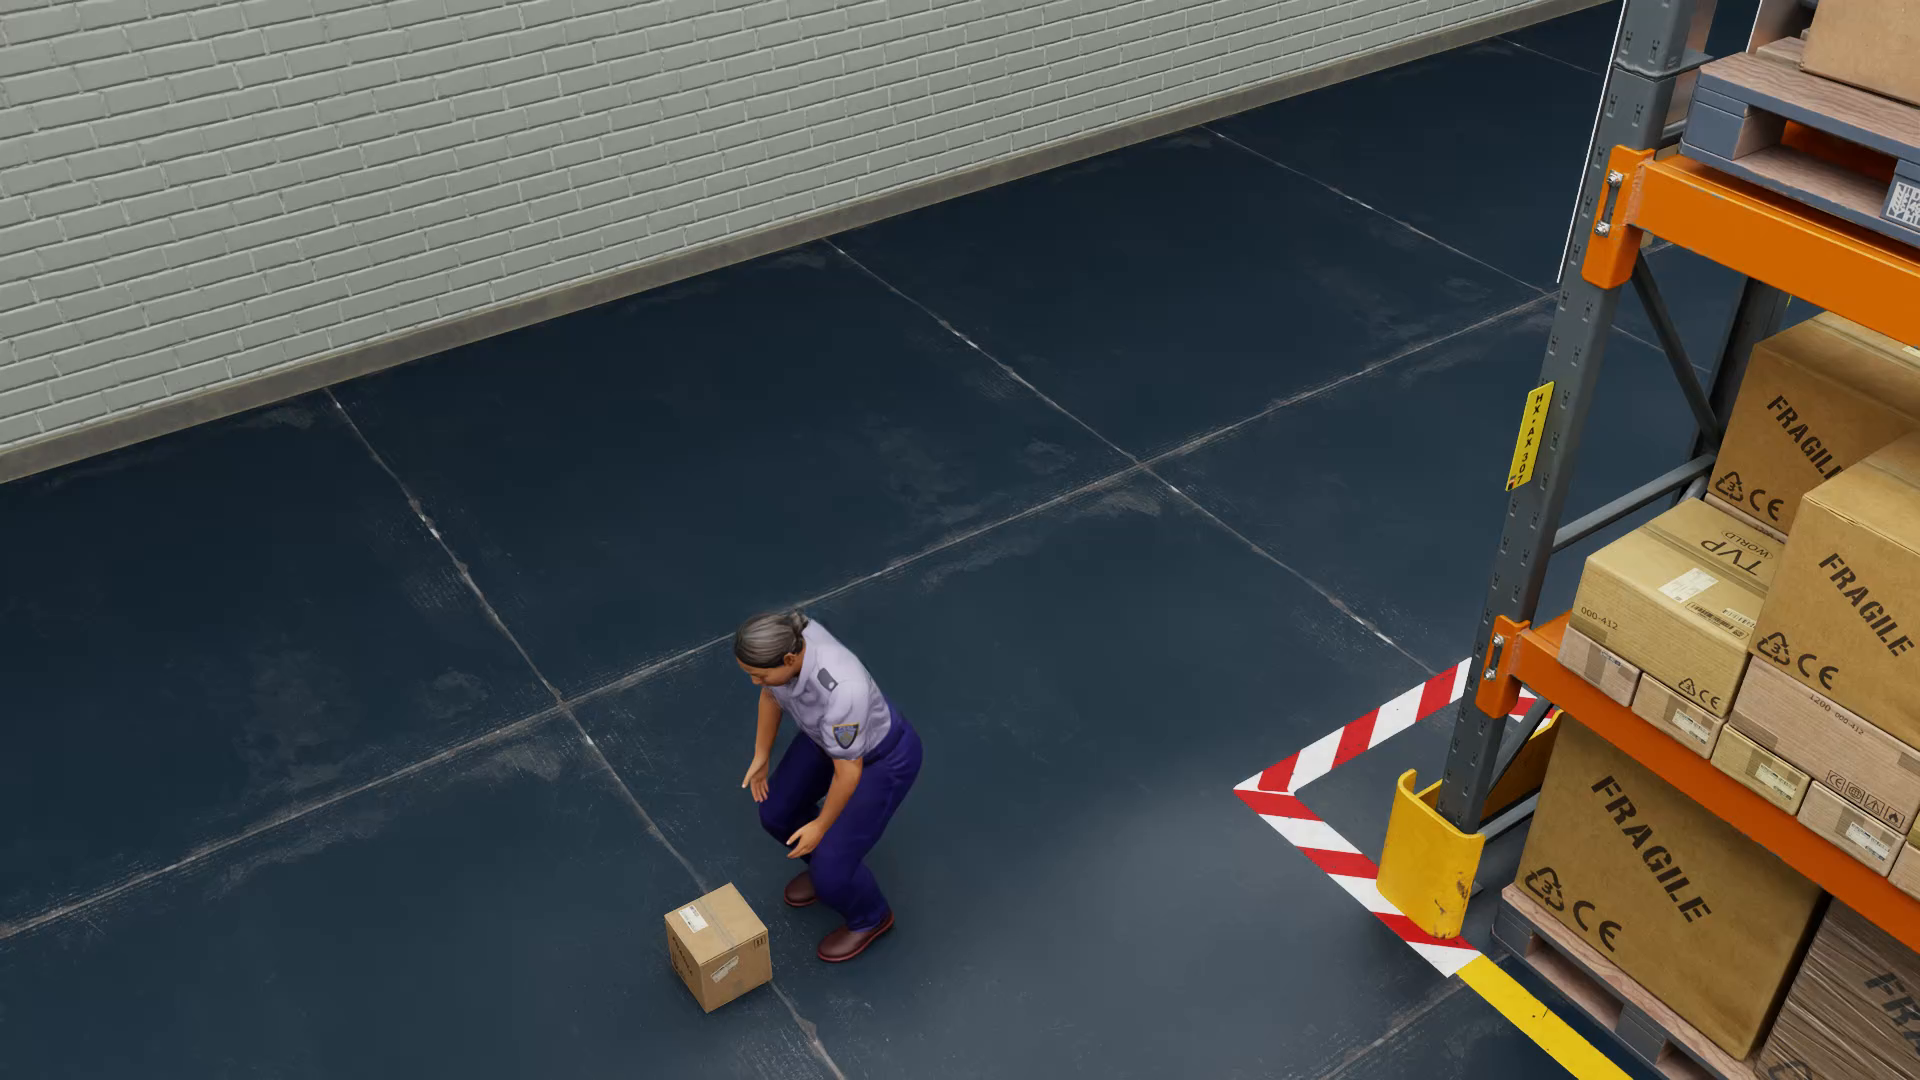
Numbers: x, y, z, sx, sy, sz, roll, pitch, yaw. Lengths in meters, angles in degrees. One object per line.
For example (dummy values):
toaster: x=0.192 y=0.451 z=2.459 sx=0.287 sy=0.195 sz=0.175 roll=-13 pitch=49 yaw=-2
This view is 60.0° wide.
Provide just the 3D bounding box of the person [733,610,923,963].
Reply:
person: x=-0.425 y=0.746 z=5.336 sx=0.550 sy=1.446 sz=0.530 roll=-22 pitch=42 yaw=-27
